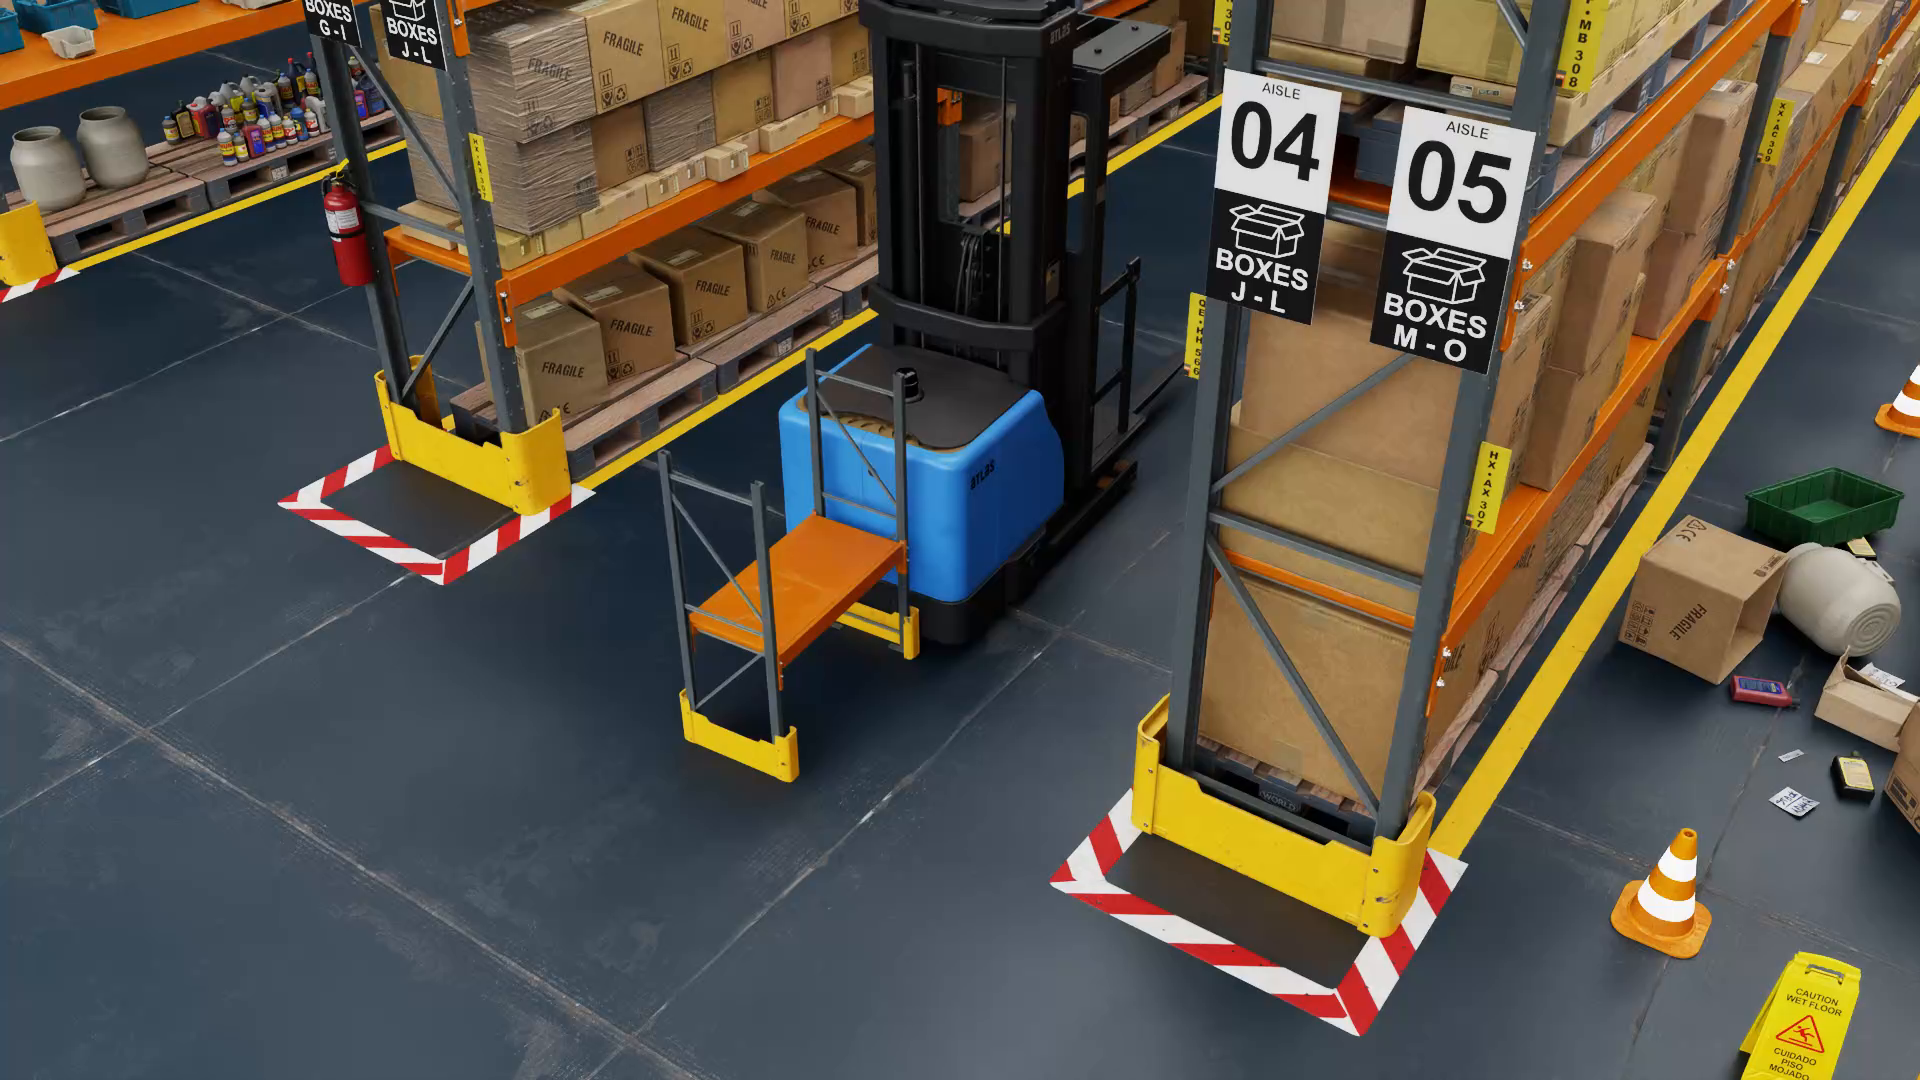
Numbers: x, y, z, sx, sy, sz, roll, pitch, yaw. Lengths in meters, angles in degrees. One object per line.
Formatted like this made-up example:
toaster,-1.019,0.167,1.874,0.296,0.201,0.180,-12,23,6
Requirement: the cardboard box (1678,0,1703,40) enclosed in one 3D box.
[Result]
cardboard box,2.465,-1.948,6.035,0.380,0.149,0.250,21,39,28

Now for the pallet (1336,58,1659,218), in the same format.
pallet,1.701,-1.509,5.705,1.003,0.211,1.213,21,39,28

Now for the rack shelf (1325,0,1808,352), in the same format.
rack shelf,2.427,-1.823,6.732,1.077,0.370,4.000,21,39,28

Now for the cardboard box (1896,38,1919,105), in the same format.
cardboard box,7.621,-3.962,13.787,0.500,0.500,0.500,20,39,27

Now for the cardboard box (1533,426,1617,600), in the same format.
cardboard box,2.641,-0.409,8.200,0.875,0.875,0.875,22,40,29

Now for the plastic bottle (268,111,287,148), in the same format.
plastic bottle,-5.257,-3.161,12.790,0.097,0.271,0.097,0,34,0

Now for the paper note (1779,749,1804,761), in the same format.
paper note,3.667,0.951,7.335,0.123,0.001,0.032,-15,37,-21

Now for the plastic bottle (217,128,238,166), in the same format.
plastic bottle,-5.509,-2.958,12.489,0.097,0.271,0.097,0,34,0

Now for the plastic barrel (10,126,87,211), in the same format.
plastic barrel,-6.487,-2.641,11.824,0.421,0.512,0.421,0,34,0

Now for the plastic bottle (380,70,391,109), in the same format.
plastic bottle,-4.649,-3.708,13.528,0.144,0.351,0.185,20,39,27

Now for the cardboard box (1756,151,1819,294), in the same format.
cardboard box,4.931,-2.227,10.998,1.050,0.750,0.750,22,40,29

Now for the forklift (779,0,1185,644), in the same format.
forklift,0.319,-1.515,8.374,1.130,2.935,3.031,18,38,25

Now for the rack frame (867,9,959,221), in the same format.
rack frame,-0.450,-3.430,11.144,1.000,3.000,0.127,21,39,28

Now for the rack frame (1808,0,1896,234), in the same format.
rack frame,5.848,-3.640,11.454,1.000,3.000,0.127,21,39,28

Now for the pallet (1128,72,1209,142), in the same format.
pallet,1.384,-3.756,14.116,1.003,0.211,1.213,21,39,28

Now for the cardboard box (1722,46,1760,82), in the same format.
cardboard box,3.329,-2.149,8.153,0.875,0.550,0.550,21,39,28

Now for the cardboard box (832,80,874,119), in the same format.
cardboard box,-0.724,-2.774,10.399,0.380,0.149,0.250,21,39,28

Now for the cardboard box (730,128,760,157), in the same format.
cardboard box,-1.403,-2.356,9.781,0.380,0.149,0.250,21,39,28

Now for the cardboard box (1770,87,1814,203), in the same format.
cardboard box,4.376,-2.229,9.279,0.500,0.500,0.500,22,40,29

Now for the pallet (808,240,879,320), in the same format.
pallet,-0.803,-1.954,11.451,1.003,0.211,1.213,21,39,28

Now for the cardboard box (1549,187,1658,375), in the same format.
cardboard box,2.199,-1.123,6.635,0.875,0.550,0.550,21,39,28

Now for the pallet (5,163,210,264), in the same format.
pallet,-6.327,-2.438,12.166,1.003,0.211,1.213,21,39,28

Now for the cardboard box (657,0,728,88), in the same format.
cardboard box,-1.618,-2.792,8.954,0.500,0.500,0.500,21,39,28

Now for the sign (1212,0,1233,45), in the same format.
sign,0.849,-1.714,5.210,0.100,0.325,0.005,21,39,28

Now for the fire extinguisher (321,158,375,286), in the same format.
fire extinguisher,-3.174,-1.651,8.583,0.296,0.674,0.183,21,39,28

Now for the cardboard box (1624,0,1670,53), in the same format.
cardboard box,2.061,-1.851,5.536,0.500,0.250,0.500,21,39,28

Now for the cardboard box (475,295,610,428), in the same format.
cardboard box,-2.361,-1.009,9.421,0.500,0.500,0.500,-29,43,-35

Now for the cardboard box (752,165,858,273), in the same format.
cardboard box,-1.031,-2.131,11.080,0.500,0.500,0.500,-23,40,-30

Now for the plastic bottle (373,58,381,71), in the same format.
plastic bottle,-4.767,-3.754,13.596,0.144,0.351,0.185,21,39,28

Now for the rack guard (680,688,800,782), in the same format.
rack guard,-0.966,0.847,7.274,0.587,0.250,0.087,18,38,25

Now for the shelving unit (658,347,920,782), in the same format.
shelving unit,-0.712,0.089,7.280,0.587,1.500,1.083,18,38,25

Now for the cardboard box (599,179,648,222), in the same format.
cardboard box,-1.933,-1.881,9.077,0.380,0.149,0.250,21,39,28

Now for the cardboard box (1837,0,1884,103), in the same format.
cardboard box,5.526,-3.159,10.654,0.500,0.500,0.500,21,39,28

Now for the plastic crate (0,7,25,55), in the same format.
plastic crate,-6.760,-3.435,11.285,0.499,0.251,0.616,21,39,28

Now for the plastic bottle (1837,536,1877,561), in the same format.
plastic bottle,4.650,0.028,8.655,0.133,0.061,0.283,3,34,4

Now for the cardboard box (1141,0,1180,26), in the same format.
cardboard box,1.474,-4.410,13.763,0.500,0.250,0.500,23,40,30

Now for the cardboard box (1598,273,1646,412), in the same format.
cardboard box,2.447,-0.940,7.329,0.875,0.550,0.500,21,39,28

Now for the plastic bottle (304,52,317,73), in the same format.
plastic bottle,-5.320,-3.858,13.749,0.144,0.351,0.185,22,40,29

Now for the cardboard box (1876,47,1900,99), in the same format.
cardboard box,6.729,-3.562,12.527,0.500,0.250,0.500,21,39,28

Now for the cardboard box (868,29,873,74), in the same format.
cardboard box,-0.757,-3.407,10.755,0.875,0.500,0.500,21,39,28

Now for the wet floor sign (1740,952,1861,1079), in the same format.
wet floor sign,2.897,1.663,5.715,0.267,0.644,0.232,14,37,20

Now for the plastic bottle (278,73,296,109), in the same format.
plastic bottle,-5.480,-3.658,13.525,0.097,0.271,0.097,0,34,0

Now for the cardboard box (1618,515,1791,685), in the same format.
cardboard box,3.525,0.278,7.891,0.500,0.500,0.500,29,44,36

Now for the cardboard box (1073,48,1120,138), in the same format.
cardboard box,0.842,-3.580,13.205,0.700,0.500,0.500,25,41,32

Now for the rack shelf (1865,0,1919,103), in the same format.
rack shelf,6.989,-4.262,13.017,1.077,0.370,4.000,21,39,28

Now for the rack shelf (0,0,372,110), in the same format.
rack shelf,-5.659,-3.793,12.324,1.077,0.370,4.000,21,39,28

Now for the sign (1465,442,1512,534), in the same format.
sign,1.739,-0.169,5.479,0.100,0.325,0.005,21,39,28

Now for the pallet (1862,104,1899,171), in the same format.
pallet,6.991,-3.403,13.593,1.003,0.211,1.213,21,39,28

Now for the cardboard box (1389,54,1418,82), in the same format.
cardboard box,1.342,-1.689,5.652,0.380,0.149,0.250,22,40,29

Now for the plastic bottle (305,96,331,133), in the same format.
plastic bottle,-5.038,-3.367,13.089,0.152,0.276,0.135,22,40,29

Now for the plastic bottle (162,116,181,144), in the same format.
plastic bottle,-6.112,-3.179,12.879,0.097,0.201,0.097,0,34,0

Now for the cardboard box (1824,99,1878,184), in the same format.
cardboard box,6.461,-3.022,12.398,0.500,0.500,0.500,20,39,26

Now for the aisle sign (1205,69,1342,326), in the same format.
aisle sign,1.000,-1.098,5.375,0.394,0.787,0.004,21,39,28

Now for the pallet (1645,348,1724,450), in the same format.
pallet,3.946,-1.023,10.074,1.003,0.211,1.213,21,39,28

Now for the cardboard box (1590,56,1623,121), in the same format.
cardboard box,1.890,-1.485,5.350,0.380,0.149,0.250,22,40,29

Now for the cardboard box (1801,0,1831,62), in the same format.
cardboard box,4.715,-3.187,9.803,0.700,0.500,0.500,21,39,28

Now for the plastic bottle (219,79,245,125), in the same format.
plastic bottle,-5.776,-3.490,13.204,0.144,0.351,0.185,23,40,30

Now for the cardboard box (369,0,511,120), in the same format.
cardboard box,-2.620,-2.500,8.521,0.500,0.500,0.500,21,39,28

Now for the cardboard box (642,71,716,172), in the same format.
cardboard box,-1.887,-2.482,9.388,0.875,0.500,0.500,21,39,28
